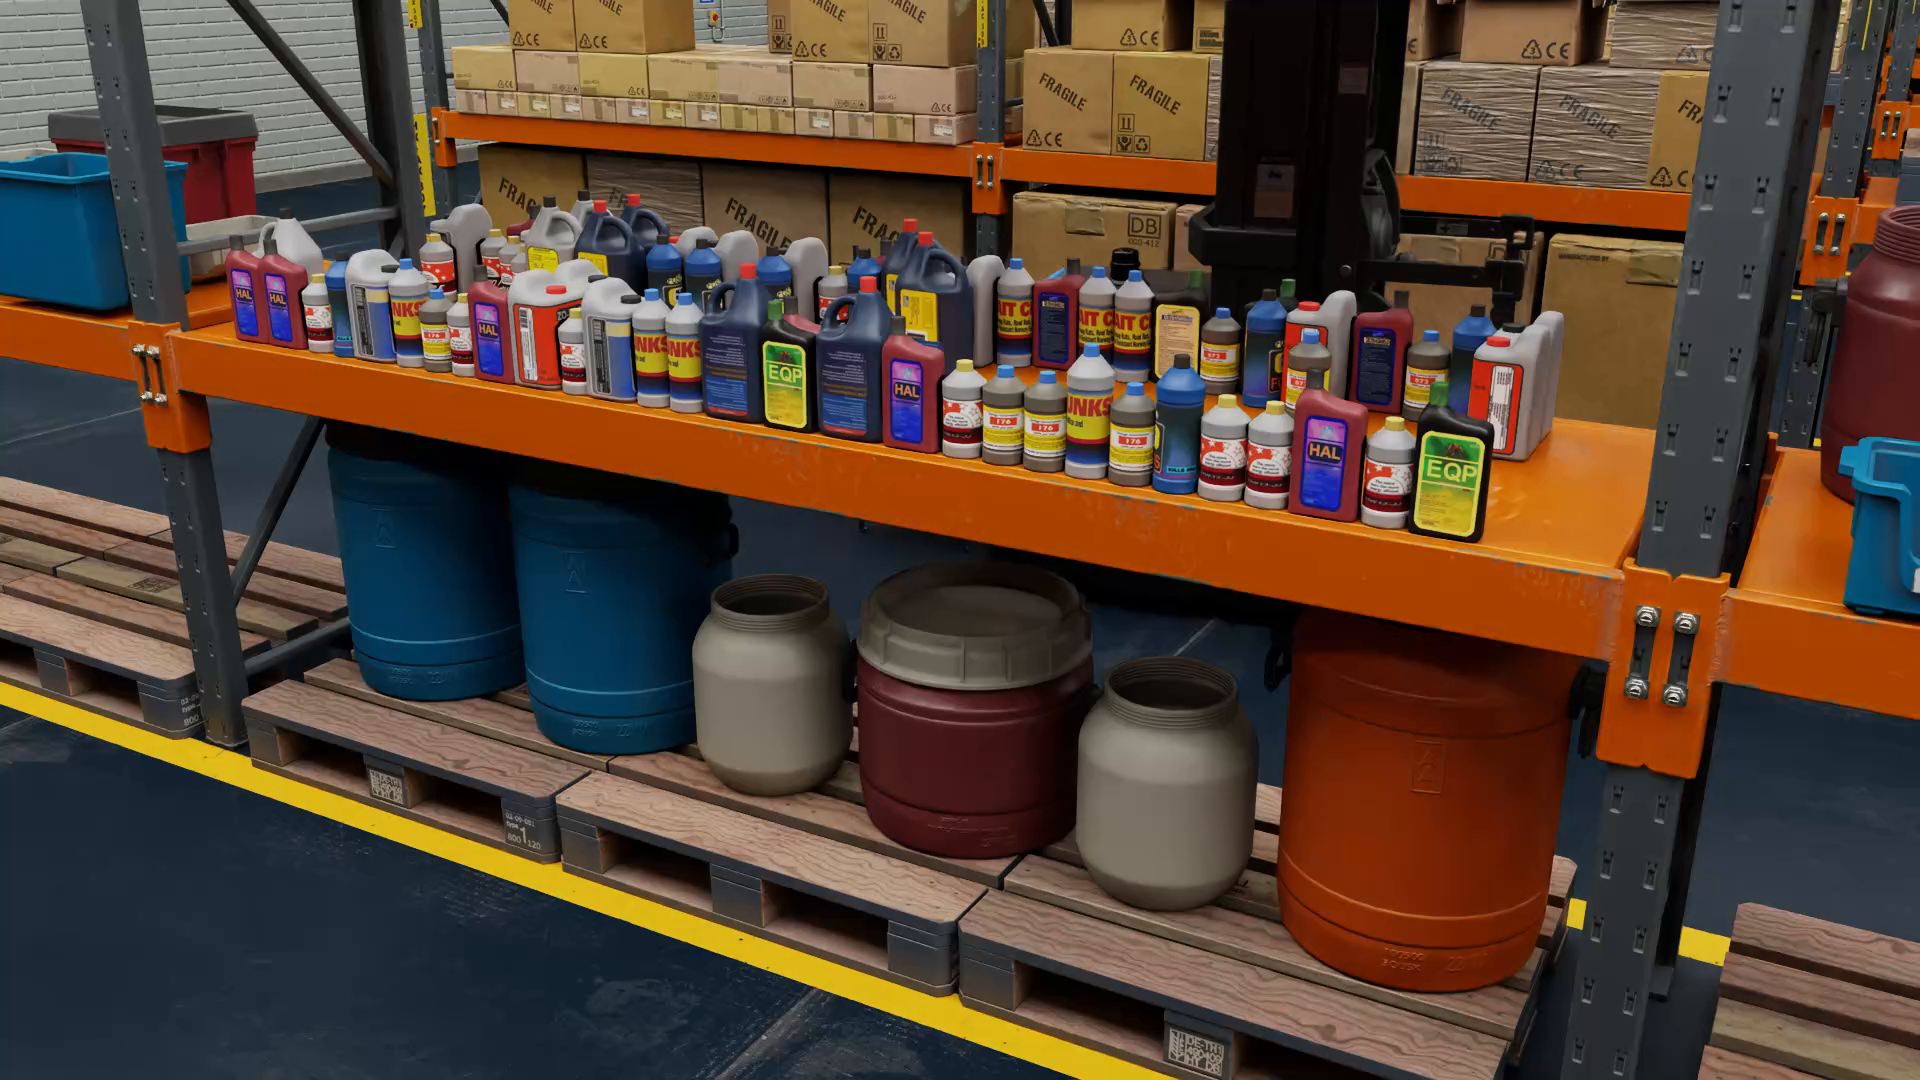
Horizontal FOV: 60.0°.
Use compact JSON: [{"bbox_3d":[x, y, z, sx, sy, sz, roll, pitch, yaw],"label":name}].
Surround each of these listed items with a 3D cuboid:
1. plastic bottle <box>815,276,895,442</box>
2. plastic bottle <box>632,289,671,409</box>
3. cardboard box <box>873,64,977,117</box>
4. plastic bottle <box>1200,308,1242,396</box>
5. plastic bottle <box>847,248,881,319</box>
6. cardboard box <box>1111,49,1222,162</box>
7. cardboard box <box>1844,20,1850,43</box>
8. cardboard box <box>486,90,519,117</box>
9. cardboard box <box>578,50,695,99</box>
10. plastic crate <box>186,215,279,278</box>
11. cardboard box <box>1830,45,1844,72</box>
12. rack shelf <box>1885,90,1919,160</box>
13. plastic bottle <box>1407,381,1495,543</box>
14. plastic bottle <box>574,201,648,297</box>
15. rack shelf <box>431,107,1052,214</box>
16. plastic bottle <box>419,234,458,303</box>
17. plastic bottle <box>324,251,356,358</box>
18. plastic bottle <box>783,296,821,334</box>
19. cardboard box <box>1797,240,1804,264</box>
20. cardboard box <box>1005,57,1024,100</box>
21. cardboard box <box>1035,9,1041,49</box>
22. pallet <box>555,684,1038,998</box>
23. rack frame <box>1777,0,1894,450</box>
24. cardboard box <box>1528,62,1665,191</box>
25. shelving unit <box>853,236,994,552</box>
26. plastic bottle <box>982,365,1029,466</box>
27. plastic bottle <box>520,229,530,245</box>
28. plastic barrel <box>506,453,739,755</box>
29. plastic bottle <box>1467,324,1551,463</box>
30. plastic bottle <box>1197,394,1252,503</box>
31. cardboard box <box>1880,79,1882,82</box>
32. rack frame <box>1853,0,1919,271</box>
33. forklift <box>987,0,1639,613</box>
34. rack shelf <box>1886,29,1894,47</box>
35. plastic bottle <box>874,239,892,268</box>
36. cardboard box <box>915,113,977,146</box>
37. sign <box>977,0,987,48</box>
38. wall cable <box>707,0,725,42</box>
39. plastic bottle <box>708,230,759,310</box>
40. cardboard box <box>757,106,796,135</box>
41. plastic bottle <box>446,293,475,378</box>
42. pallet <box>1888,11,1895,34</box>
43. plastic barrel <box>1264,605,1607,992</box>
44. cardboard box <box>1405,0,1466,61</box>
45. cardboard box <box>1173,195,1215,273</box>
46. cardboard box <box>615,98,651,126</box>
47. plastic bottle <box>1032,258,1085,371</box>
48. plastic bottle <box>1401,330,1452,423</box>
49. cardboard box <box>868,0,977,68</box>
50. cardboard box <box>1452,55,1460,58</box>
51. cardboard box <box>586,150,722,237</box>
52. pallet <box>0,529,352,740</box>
[{"bbox_3d":[-0.218,-0.404,3.652,0.185,0.351,0.144,11,23,27],"label":"plastic bottle"},{"bbox_3d":[-0.716,-0.452,3.902,0.097,0.271,0.097,0,20,0],"label":"plastic bottle"},{"bbox_3d":[-0.131,-2.462,9.038,0.500,0.250,0.500,10,22,26],"label":"cardboard box"},{"bbox_3d":[0.631,-0.459,4.024,0.097,0.201,0.097,0,20,0],"label":"plastic bottle"},{"bbox_3d":[-0.250,-0.636,4.409,0.097,0.271,0.097,0,20,0],"label":"plastic bottle"},{"bbox_3d":[1.102,-2.210,8.413,0.500,0.500,0.500,11,23,27],"label":"cardboard box"},{"bbox_3d":[6.058,-3.552,11.573,0.250,0.149,0.380,12,23,30],"label":"cardboard box"},{"bbox_3d":[-2.736,-2.745,10.403,0.250,0.149,0.380,10,22,27],"label":"cardboard box"},{"bbox_3d":[-1.928,-2.803,9.977,0.500,0.250,0.500,10,22,26],"label":"cardboard box"},{"bbox_3d":[-2.369,-0.947,5.377,0.243,0.136,0.396,11,23,27],"label":"plastic crate"},{"bbox_3d":[5.727,-3.217,11.087,0.250,0.149,0.380,11,23,28],"label":"cardboard box"},{"bbox_3d":[8.128,-2.521,10.472,4.000,0.370,1.077,11,23,27],"label":"rack shelf"},{"bbox_3d":[0.898,-0.143,3.033,0.133,0.283,0.061,11,23,27],"label":"plastic bottle"},{"bbox_3d":[-0.980,-0.771,4.664,0.185,0.351,0.144,11,23,27],"label":"plastic bottle"},{"bbox_3d":[-1.363,-2.392,10.116,4.000,0.370,1.077,11,23,27],"label":"rack shelf"},{"bbox_3d":[-1.576,-0.820,5.019,0.097,0.201,0.097,0,20,0],"label":"plastic bottle"},{"bbox_3d":[-1.610,-0.623,4.371,0.097,0.271,0.097,0,20,0],"label":"plastic bottle"},{"bbox_3d":[-0.348,-0.405,3.752,0.133,0.283,0.061,11,23,27],"label":"plastic bottle"},{"bbox_3d":[5.680,-2.246,11.708,0.500,0.500,0.500,11,23,27],"label":"cardboard box"},{"bbox_3d":[0.100,-2.623,9.481,0.500,0.250,0.500,10,22,26],"label":"cardboard box"},{"bbox_3d":[0.556,-4.386,13.974,0.500,0.500,0.500,11,23,28],"label":"cardboard box"},{"bbox_3d":[-0.310,0.731,4.540,1.213,0.211,1.003,11,23,27],"label":"pallet"},{"bbox_3d":[3.875,-1.732,7.242,0.127,3.000,1.000,11,23,27],"label":"rack frame"},{"bbox_3d":[2.891,-1.872,7.481,0.500,0.500,0.500,11,22,27],"label":"cardboard box"},{"bbox_3d":[-0.145,-0.592,6.736,0.503,1.200,0.258,11,23,27],"label":"shelving unit"},{"bbox_3d":[0.095,-0.265,3.488,0.097,0.201,0.097,0,20,0],"label":"plastic bottle"},{"bbox_3d":[-1.212,-0.835,4.950,0.135,0.276,0.152,11,23,27],"label":"plastic bottle"},{"bbox_3d":[-0.948,0.079,4.709,0.708,0.901,0.600,11,23,27],"label":"plastic barrel"},{"bbox_3d":[1.165,-0.323,3.537,0.135,0.276,0.152,11,23,27],"label":"plastic bottle"},{"bbox_3d":[0.520,-0.184,3.265,0.097,0.201,0.097,0,20,0],"label":"plastic bottle"},{"bbox_3d":[10.894,-5.337,20.229,0.500,0.500,0.500,12,23,29],"label":"cardboard box"},{"bbox_3d":[6.382,-3.192,11.267,0.127,3.000,1.000,11,23,27],"label":"rack frame"},{"bbox_3d":[1.676,-1.190,5.848,3.031,2.935,1.130,7,21,18],"label":"forklift"},{"bbox_3d":[9.379,-6.155,20.490,4.000,0.370,1.077,11,23,27],"label":"rack shelf"},{"bbox_3d":[-0.228,-0.669,4.480,0.133,0.283,0.061,11,23,27],"label":"plastic bottle"},{"bbox_3d":[-0.043,-2.233,8.990,0.250,0.149,0.380,11,23,28],"label":"cardboard box"},{"bbox_3d":[0.113,-2.676,8.459,0.005,0.325,0.100,11,23,27],"label":"sign"},{"bbox_3d":[-3.210,-7.436,21.430,0.123,1.953,0.585,11,23,27],"label":"wall cable"},{"bbox_3d":[-0.654,-0.729,4.657,0.135,0.276,0.152,11,23,27],"label":"plastic bottle"},{"bbox_3d":[-0.942,-2.404,9.461,0.250,0.149,0.380,11,23,28],"label":"cardboard box"},{"bbox_3d":[-1.237,-0.519,4.188,0.097,0.201,0.097,0,20,0],"label":"plastic bottle"},{"bbox_3d":[10.499,-6.163,19.737,1.003,0.211,1.213,11,23,27],"label":"pallet"},{"bbox_3d":[1.024,0.489,3.686,0.708,0.830,0.600,11,23,27],"label":"plastic barrel"},{"bbox_3d":[2.088,-2.596,8.006,0.637,0.503,0.797,12,23,29],"label":"cardboard box"},{"bbox_3d":[1.732,-1.347,8.681,0.875,0.875,1.225,10,22,25],"label":"cardboard box"},{"bbox_3d":[-1.837,-2.574,9.932,0.250,0.149,0.380,11,22,27],"label":"cardboard box"},{"bbox_3d":[0.253,-0.577,4.228,0.133,0.283,0.061,11,23,27],"label":"plastic bottle"},{"bbox_3d":[1.066,-0.376,3.795,0.097,0.201,0.097,0,20,0],"label":"plastic bottle"},{"bbox_3d":[-0.149,-2.816,8.914,0.500,0.500,0.500,12,23,29],"label":"cardboard box"},{"bbox_3d":[2.683,-2.111,8.138,0.500,0.500,0.500,10,22,26],"label":"cardboard box"},{"bbox_3d":[-1.717,-2.028,10.556,0.875,0.875,0.875,11,23,27],"label":"cardboard box"},{"bbox_3d":[-2.694,0.277,5.792,1.213,0.211,1.003,11,23,27],"label":"pallet"}]
